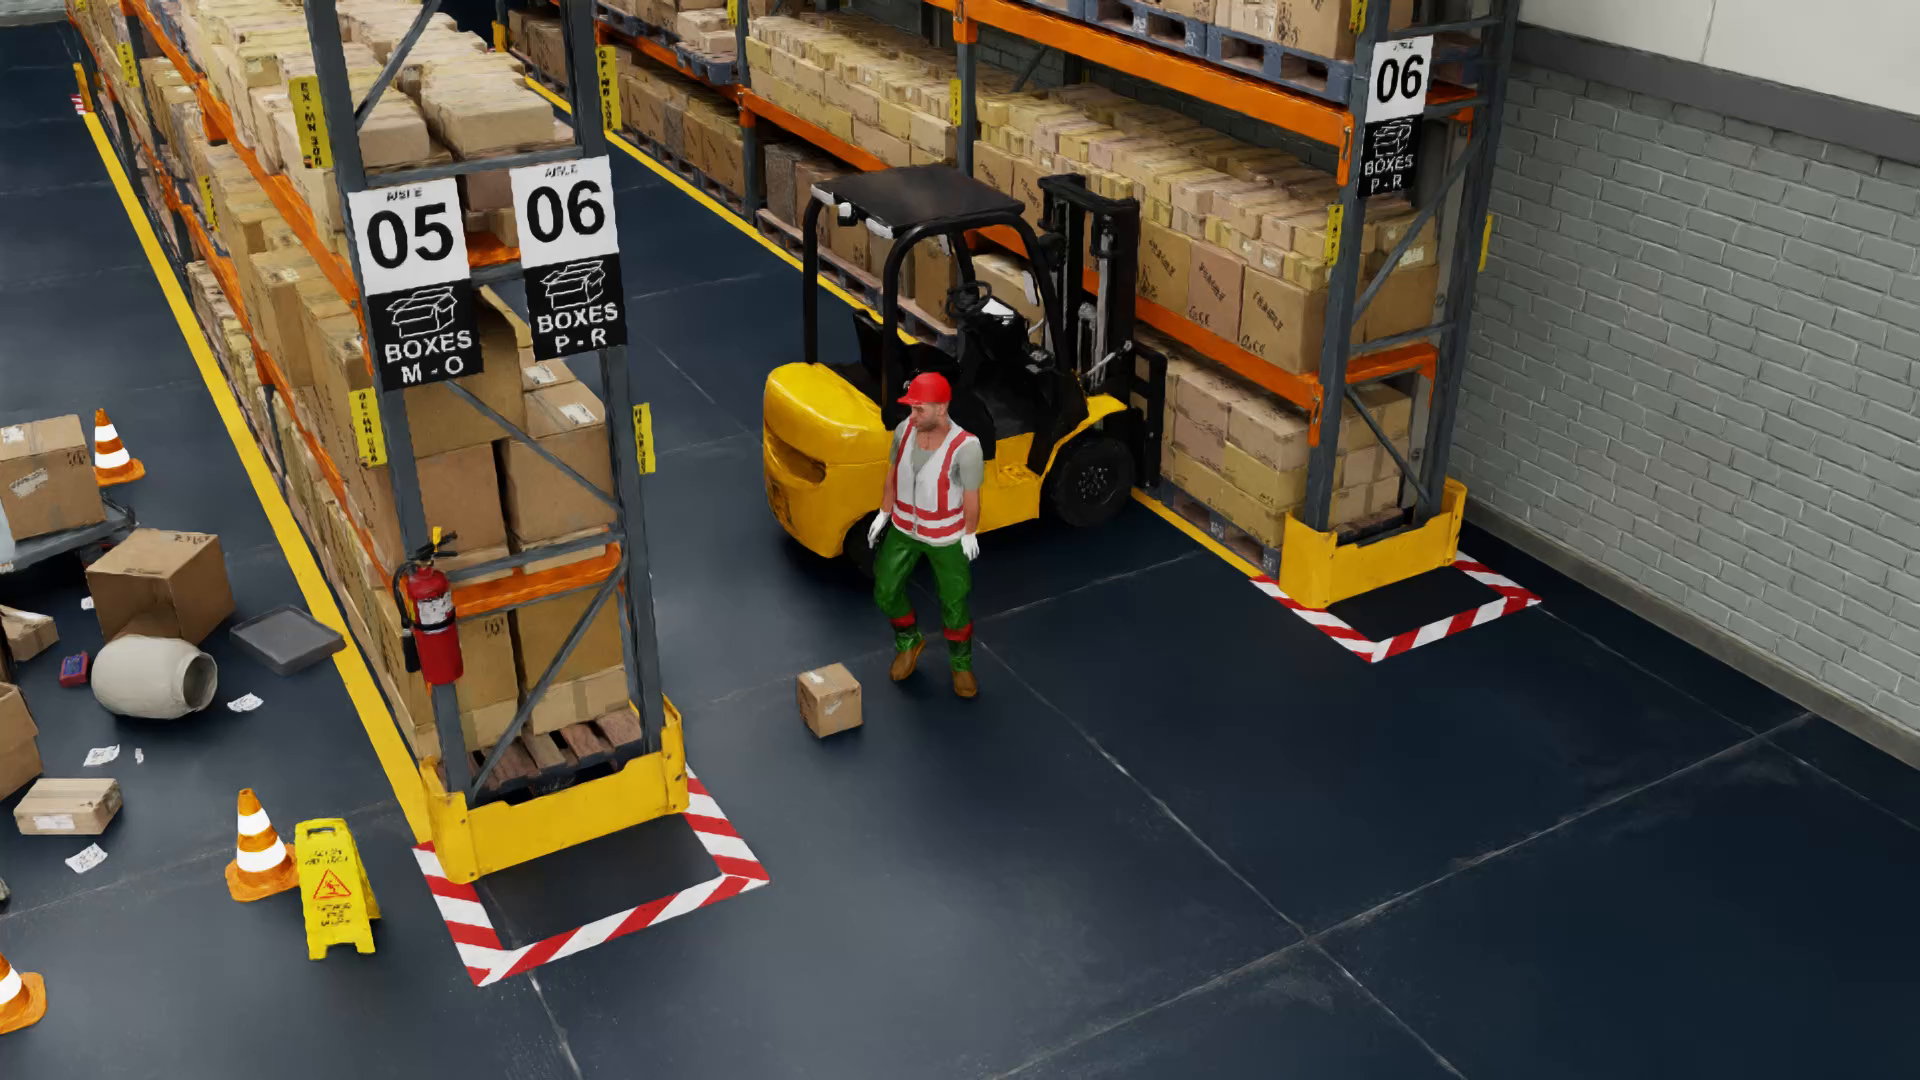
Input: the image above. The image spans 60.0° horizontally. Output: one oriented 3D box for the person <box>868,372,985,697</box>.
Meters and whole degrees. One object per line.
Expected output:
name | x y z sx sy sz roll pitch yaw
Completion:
person | -0.174 -0.036 8.539 0.617 1.789 0.373 15 32 25
